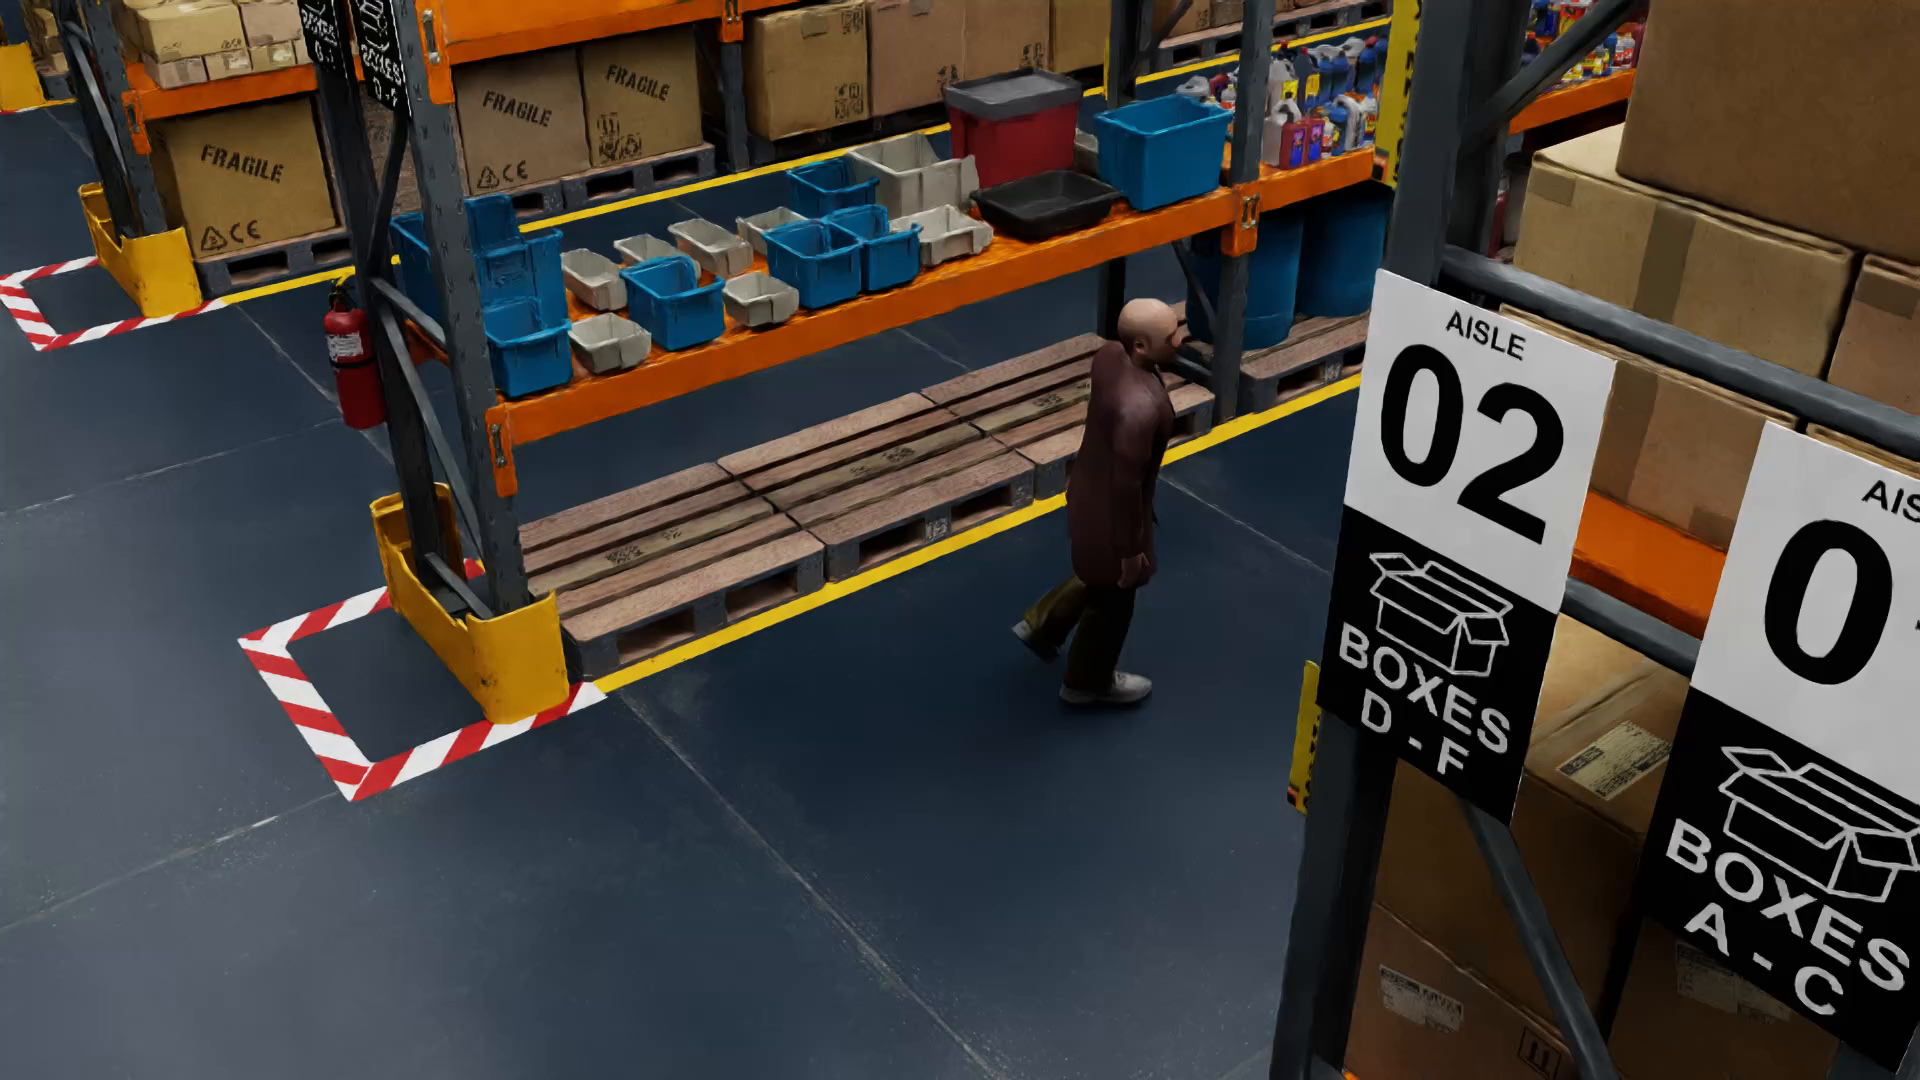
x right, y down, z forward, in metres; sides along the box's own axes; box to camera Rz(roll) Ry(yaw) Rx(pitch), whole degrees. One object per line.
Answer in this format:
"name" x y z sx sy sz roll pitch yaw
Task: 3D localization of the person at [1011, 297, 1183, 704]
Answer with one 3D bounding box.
"person" 0.502 -0.103 6.266 0.576 1.769 0.648 -2 32 -3
